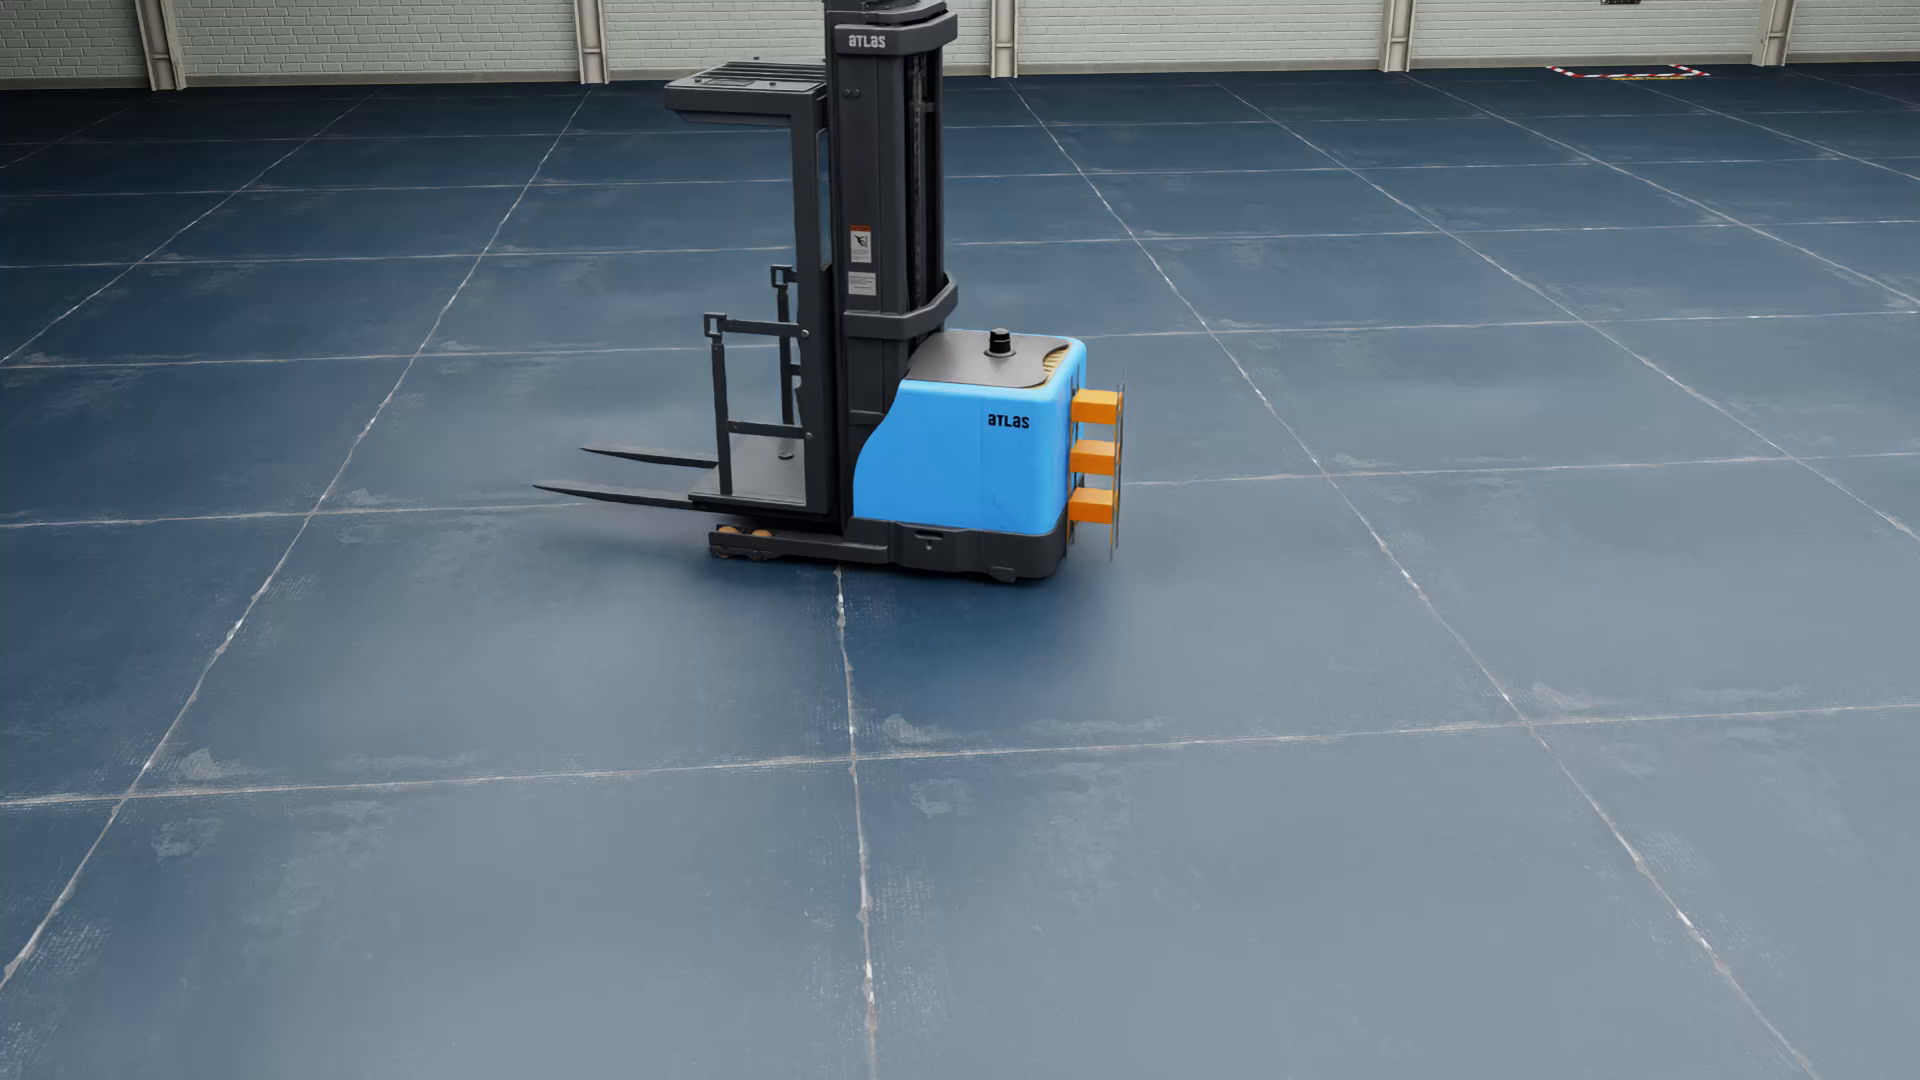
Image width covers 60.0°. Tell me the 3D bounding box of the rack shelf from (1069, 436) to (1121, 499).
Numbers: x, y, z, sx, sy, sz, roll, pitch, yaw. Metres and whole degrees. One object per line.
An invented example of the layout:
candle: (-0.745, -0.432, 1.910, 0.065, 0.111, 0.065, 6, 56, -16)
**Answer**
rack shelf: (0.720, -0.388, 8.856, 0.240, 0.259, 0.215, 6, 25, 13)

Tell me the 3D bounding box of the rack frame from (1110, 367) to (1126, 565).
rack frame: (0.838, -0.385, 8.824, 0.008, 1.050, 0.200, 6, 25, 13)

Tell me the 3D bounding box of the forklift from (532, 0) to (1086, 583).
forklift: (-0.873, -1.424, 8.845, 3.031, 2.935, 1.130, 6, 25, 13)

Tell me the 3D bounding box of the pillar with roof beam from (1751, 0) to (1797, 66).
pillar with roof beam: (13.009, -9.783, 20.181, 0.400, 9.000, 9.100, -2, 24, -5)

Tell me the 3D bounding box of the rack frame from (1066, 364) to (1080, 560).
rack frame: (0.602, -0.410, 8.879, 0.008, 1.050, 0.200, 6, 25, 13)

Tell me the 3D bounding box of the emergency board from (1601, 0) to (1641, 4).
emergency board: (10.112, -8.706, 25.143, 0.626, 1.169, 0.157, -2, 24, -5)

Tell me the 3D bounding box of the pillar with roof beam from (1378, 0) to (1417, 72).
pillar with roof beam: (7.038, -9.544, 19.642, 0.400, 9.000, 9.100, -2, 24, -5)

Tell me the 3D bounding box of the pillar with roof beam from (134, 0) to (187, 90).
pillar with roof beam: (-10.875, -8.825, 18.026, 0.400, 9.000, 9.100, -2, 24, -5)

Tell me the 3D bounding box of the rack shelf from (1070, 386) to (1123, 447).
rack shelf: (0.720, -0.647, 8.741, 0.240, 0.259, 0.215, 6, 25, 13)

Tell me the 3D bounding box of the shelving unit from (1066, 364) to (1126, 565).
shelving unit: (0.720, -0.397, 8.852, 0.252, 1.050, 0.215, 6, 25, 13)

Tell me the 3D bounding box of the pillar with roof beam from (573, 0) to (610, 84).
pillar with roof beam: (-4.904, -9.065, 18.565, 0.400, 9.000, 9.100, -2, 24, -5)

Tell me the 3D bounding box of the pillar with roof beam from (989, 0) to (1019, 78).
pillar with roof beam: (1.067, -9.304, 19.103, 0.400, 9.000, 9.100, -2, 24, -5)

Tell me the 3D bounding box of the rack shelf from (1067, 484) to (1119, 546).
rack shelf: (0.720, -0.134, 8.969, 0.240, 0.259, 0.215, 6, 25, 13)
